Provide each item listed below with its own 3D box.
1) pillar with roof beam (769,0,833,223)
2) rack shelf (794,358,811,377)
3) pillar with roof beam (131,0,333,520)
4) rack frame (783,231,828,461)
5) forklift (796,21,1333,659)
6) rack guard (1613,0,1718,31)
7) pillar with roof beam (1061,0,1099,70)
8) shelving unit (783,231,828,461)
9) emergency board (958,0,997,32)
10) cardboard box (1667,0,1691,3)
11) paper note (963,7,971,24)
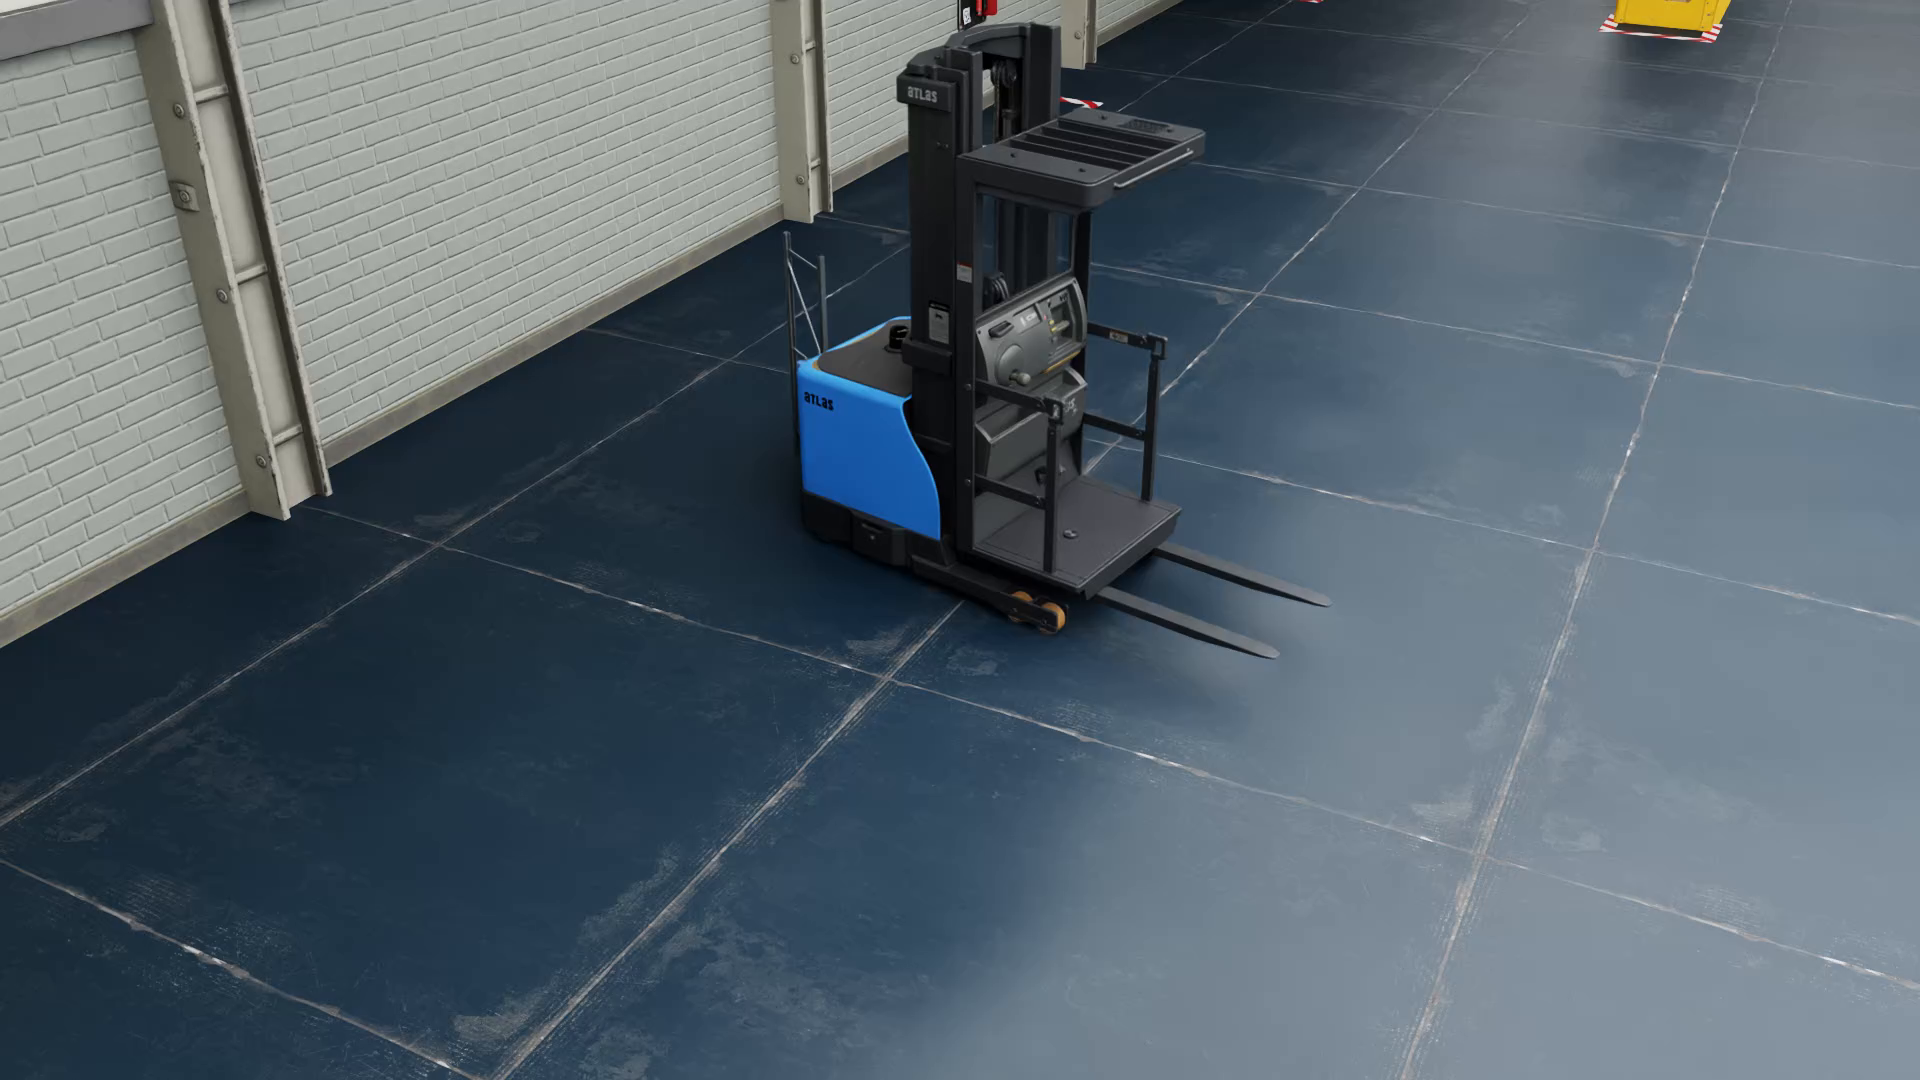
[{"bbox_3d":[2.473,-5.824,10.856,9.100,9.000,0.400,14,33,23],"label":"pillar with roof beam"},{"bbox_3d":[-0.484,-1.061,10.452,1.000,0.185,0.538,-16,34,-26],"label":"rack shelf"},{"bbox_3d":[-0.260,-3.164,6.224,9.100,9.000,0.400,14,33,23],"label":"pillar with roof beam"},{"bbox_3d":[-0.922,-1.088,10.139,0.032,1.500,0.500,-16,34,-26],"label":"rack frame"},{"bbox_3d":[0.551,-1.069,8.669,3.031,2.935,1.130,20,36,31],"label":"forklift"},{"bbox_3d":[8.959,-6.796,21.082,1.175,0.500,0.348,14,33,23],"label":"rack guard"},{"bbox_3d":[5.207,-8.484,15.487,9.100,9.000,0.400,14,33,23],"label":"pillar with roof beam"},{"bbox_3d":[-0.484,-1.217,10.363,1.048,1.500,0.538,-16,34,-26],"label":"shelving unit"},{"bbox_3d":[0.215,-5.772,16.789,0.194,1.169,0.643,14,33,23],"label":"emergency board"},{"bbox_3d":[9.413,-7.067,21.384,0.500,0.250,0.500,14,33,23],"label":"cardboard box"},{"bbox_3d":[0.072,-5.327,16.899,0.016,0.148,0.142,14,33,23],"label":"paper note"}]
